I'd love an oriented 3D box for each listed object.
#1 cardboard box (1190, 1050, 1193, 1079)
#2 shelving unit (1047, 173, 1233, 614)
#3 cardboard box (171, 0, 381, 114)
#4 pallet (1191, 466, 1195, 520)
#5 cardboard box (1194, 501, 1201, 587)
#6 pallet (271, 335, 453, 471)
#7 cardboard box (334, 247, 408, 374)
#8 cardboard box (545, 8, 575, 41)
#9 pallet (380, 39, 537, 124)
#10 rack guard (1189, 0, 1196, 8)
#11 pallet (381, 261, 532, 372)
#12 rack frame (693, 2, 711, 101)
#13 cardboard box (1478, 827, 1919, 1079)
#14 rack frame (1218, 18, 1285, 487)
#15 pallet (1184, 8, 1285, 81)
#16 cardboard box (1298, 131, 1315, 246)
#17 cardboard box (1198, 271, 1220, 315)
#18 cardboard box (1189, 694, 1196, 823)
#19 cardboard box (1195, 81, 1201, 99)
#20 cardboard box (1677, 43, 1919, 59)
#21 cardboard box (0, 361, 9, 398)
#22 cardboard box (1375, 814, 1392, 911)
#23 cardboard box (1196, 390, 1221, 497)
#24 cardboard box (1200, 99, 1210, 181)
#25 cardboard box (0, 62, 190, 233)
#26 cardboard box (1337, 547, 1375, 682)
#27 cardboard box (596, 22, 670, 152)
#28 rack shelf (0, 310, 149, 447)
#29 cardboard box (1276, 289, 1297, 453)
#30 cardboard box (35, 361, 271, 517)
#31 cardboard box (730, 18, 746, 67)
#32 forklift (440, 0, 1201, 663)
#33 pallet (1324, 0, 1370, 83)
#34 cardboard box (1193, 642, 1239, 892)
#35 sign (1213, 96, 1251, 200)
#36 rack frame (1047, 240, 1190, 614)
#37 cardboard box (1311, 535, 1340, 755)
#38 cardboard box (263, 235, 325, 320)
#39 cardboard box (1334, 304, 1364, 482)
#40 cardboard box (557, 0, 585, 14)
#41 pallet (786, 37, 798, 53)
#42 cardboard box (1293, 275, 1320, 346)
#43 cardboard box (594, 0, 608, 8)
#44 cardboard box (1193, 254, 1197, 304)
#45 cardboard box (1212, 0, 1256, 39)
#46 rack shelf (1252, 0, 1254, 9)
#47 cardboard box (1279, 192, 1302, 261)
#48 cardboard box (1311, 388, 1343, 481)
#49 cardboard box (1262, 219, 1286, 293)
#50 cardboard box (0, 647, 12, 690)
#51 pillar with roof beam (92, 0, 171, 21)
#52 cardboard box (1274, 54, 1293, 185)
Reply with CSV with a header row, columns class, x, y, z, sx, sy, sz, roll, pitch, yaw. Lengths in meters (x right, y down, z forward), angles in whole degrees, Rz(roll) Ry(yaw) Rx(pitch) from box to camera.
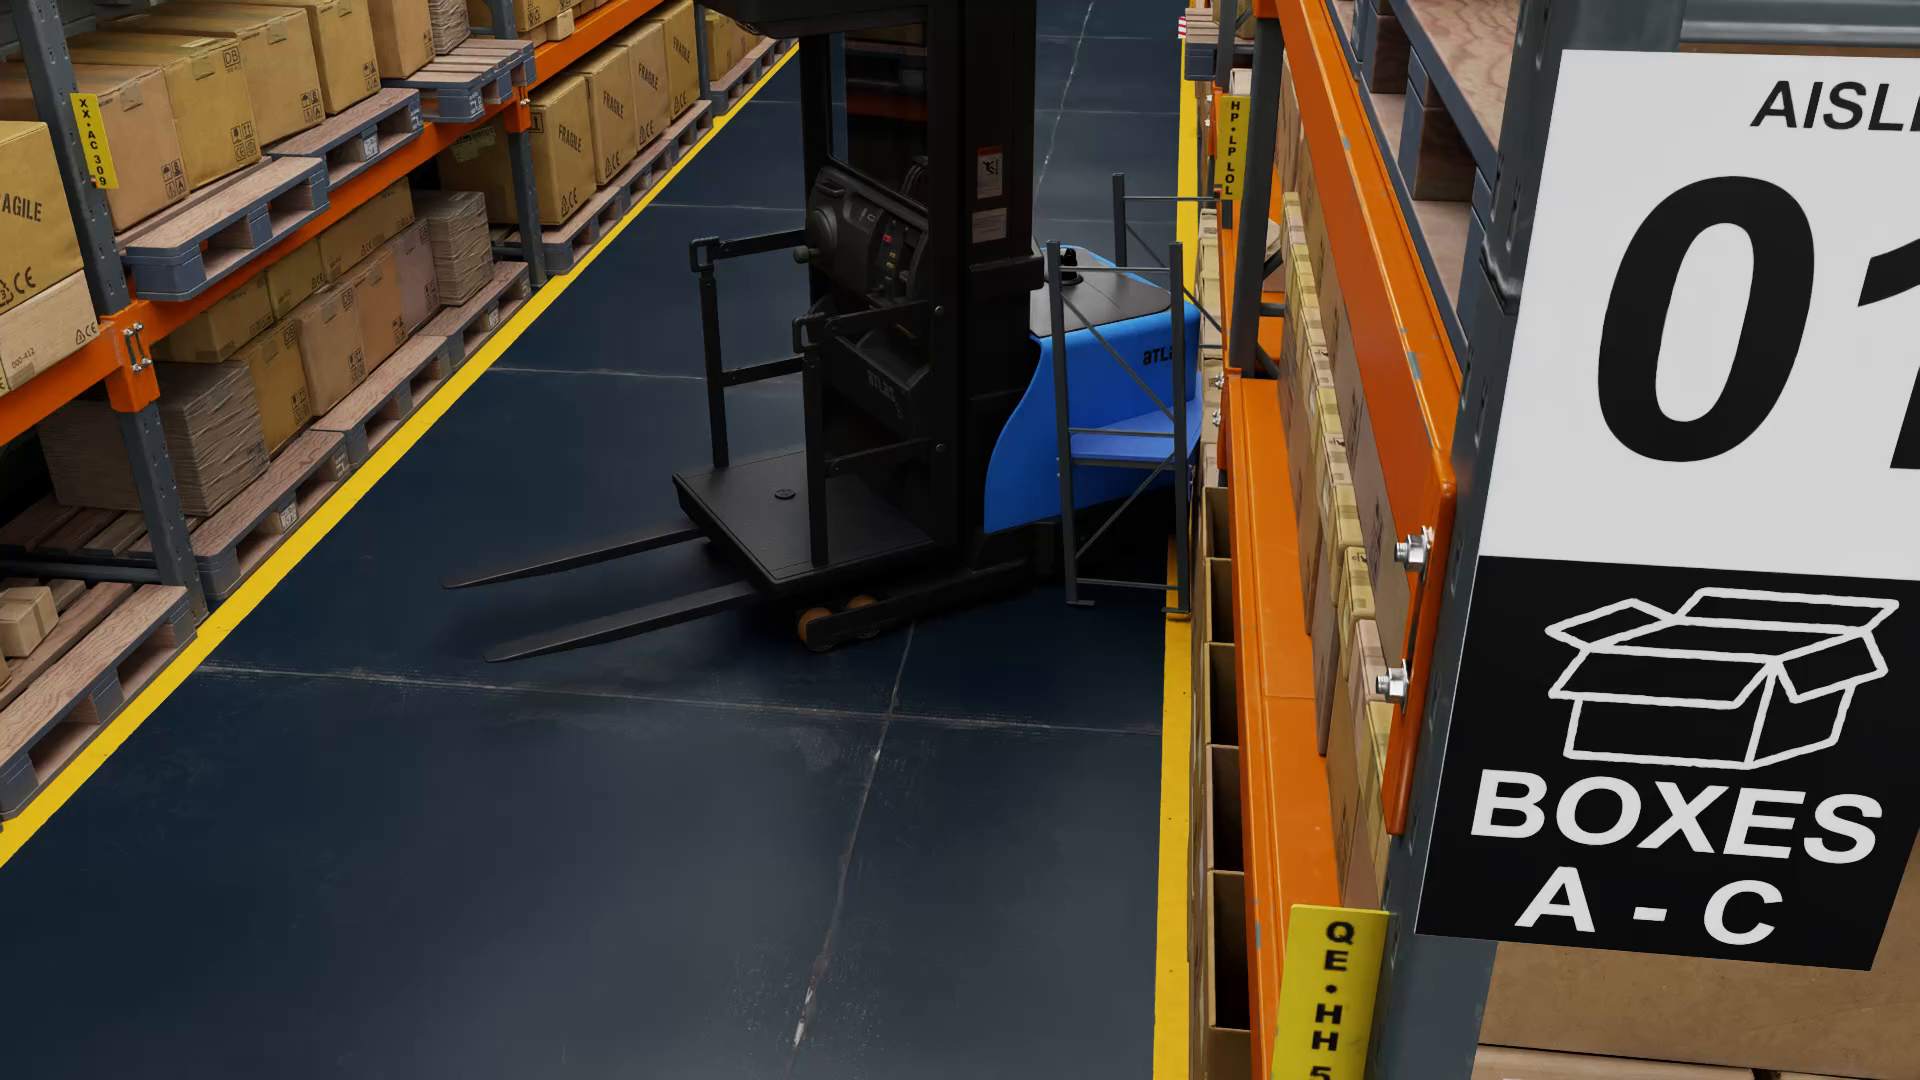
class,x,y,z,sx,sy,sz,roll,pitch,yaw
cardboard box,0.790,1.437,3.876,0.500,0.250,0.500,3,28,6
shelving unit,0.776,-0.623,6.785,0.538,1.500,1.048,4,27,18
cardboard box,-3.207,-2.327,7.838,0.700,0.500,0.500,3,28,6
pallet,1.597,-0.427,7.821,1.003,0.211,1.213,3,28,6
cardboard box,1.162,0.084,6.388,0.500,0.250,0.500,3,28,6
pallet,-3.277,-0.731,8.384,1.003,0.211,1.213,3,28,6
cardboard box,-3.276,-1.179,8.447,0.700,0.500,0.500,3,28,6
cardboard box,-2.602,-3.177,10.228,0.380,0.149,0.250,4,29,8
pallet,-3.010,-2.473,8.880,1.213,0.211,1.003,3,28,6
rack guard,2.859,-5.242,16.454,1.175,0.500,0.348,3,28,6
pallet,-3.126,-1.304,9.447,1.003,0.211,1.213,3,28,6
rack frame,-2.538,-4.782,12.963,1.000,3.000,0.127,3,28,6
cardboard box,0.985,0.294,2.069,0.700,0.500,0.500,3,29,6
rack frame,1.398,-0.730,5.442,1.000,3.000,0.127,3,28,6
pallet,1.902,-2.851,9.583,1.213,0.211,1.003,3,28,6
cardboard box,1.350,-1.136,4.722,0.700,0.500,0.500,3,29,6
cardboard box,1.412,-1.117,8.026,0.500,0.311,0.500,3,28,5
cardboard box,0.974,0.731,5.186,0.500,0.250,0.500,3,28,6
cardboard box,2.167,-3.874,13.449,0.500,0.500,0.500,3,28,6
cardboard box,0.983,-0.730,1.580,0.797,0.503,0.637,5,29,10
cardboard box,-3.345,-0.484,5.123,0.500,0.250,0.500,3,29,6
cardboard box,0.797,0.509,2.353,0.380,0.149,0.250,4,29,7
cardboard box,1.221,-0.404,6.702,0.500,0.311,0.500,4,29,8
cardboard box,1.892,-2.651,11.180,0.500,0.500,0.500,2,28,4
cardboard box,-3.422,-1.491,6.286,0.700,0.500,0.500,3,29,6
cardboard box,0.893,0.147,3.025,0.380,0.149,0.250,4,29,8
cardboard box,-2.595,-3.288,12.015,0.750,0.750,0.750,4,29,8
rack shelf,-3.763,0.242,4.397,1.077,0.370,4.000,3,28,6
cardboard box,1.350,-0.565,5.030,0.700,0.500,0.500,3,28,5
cardboard box,-3.445,-0.457,7.107,0.700,0.500,0.500,4,29,8
cardboard box,-2.280,-4.449,14.537,0.700,0.500,0.500,3,28,6
forklift,-0.543,-1.146,6.287,3.031,2.935,1.130,-15,32,-26
pallet,1.168,-1.036,2.941,1.003,0.211,1.213,3,28,6
cardboard box,0.908,0.636,4.572,0.500,0.500,0.500,3,28,6
sign,0.859,-1.232,5.236,0.100,0.325,0.005,3,28,6
rack frame,0.616,-0.406,6.354,0.500,1.500,0.032,4,27,18
cardboard box,1.165,0.161,3.683,0.700,0.500,0.500,4,29,8
cardboard box,-3.334,-1.239,7.769,0.500,0.250,0.500,3,28,5
cardboard box,1.166,-0.427,3.407,0.700,0.500,0.500,3,28,6
cardboard box,-2.641,-3.542,10.223,0.500,0.500,0.500,4,29,8
pallet,-2.068,-5.056,16.413,1.003,0.211,1.213,3,28,6
cardboard box,1.082,-0.581,4.377,0.380,0.149,0.250,3,28,6
cardboard box,-2.581,-3.661,11.127,0.380,0.149,0.250,4,29,6
cardboard box,1.533,-1.358,9.064,0.500,0.250,0.500,3,28,6
cardboard box,1.854,-3.145,9.376,0.700,0.500,0.500,-6,29,-11
rack shelf,1.643,-2.675,6.649,1.077,0.370,4.000,3,28,6
cardboard box,1.173,-0.944,5.051,0.380,0.149,0.250,3,28,6
cardboard box,0.987,-0.215,3.697,0.380,0.149,0.250,3,28,6
cardboard box,1.324,-1.095,6.262,0.396,0.266,0.258,3,28,5
cardboard box,-3.606,0.382,5.551,0.500,0.500,0.500,1,28,2
pillar with roof beam,0.226,-4.728,6.539,9.100,9.000,0.400,3,28,6
cardboard box,1.699,-1.866,7.446,0.500,0.500,0.500,2,28,3
